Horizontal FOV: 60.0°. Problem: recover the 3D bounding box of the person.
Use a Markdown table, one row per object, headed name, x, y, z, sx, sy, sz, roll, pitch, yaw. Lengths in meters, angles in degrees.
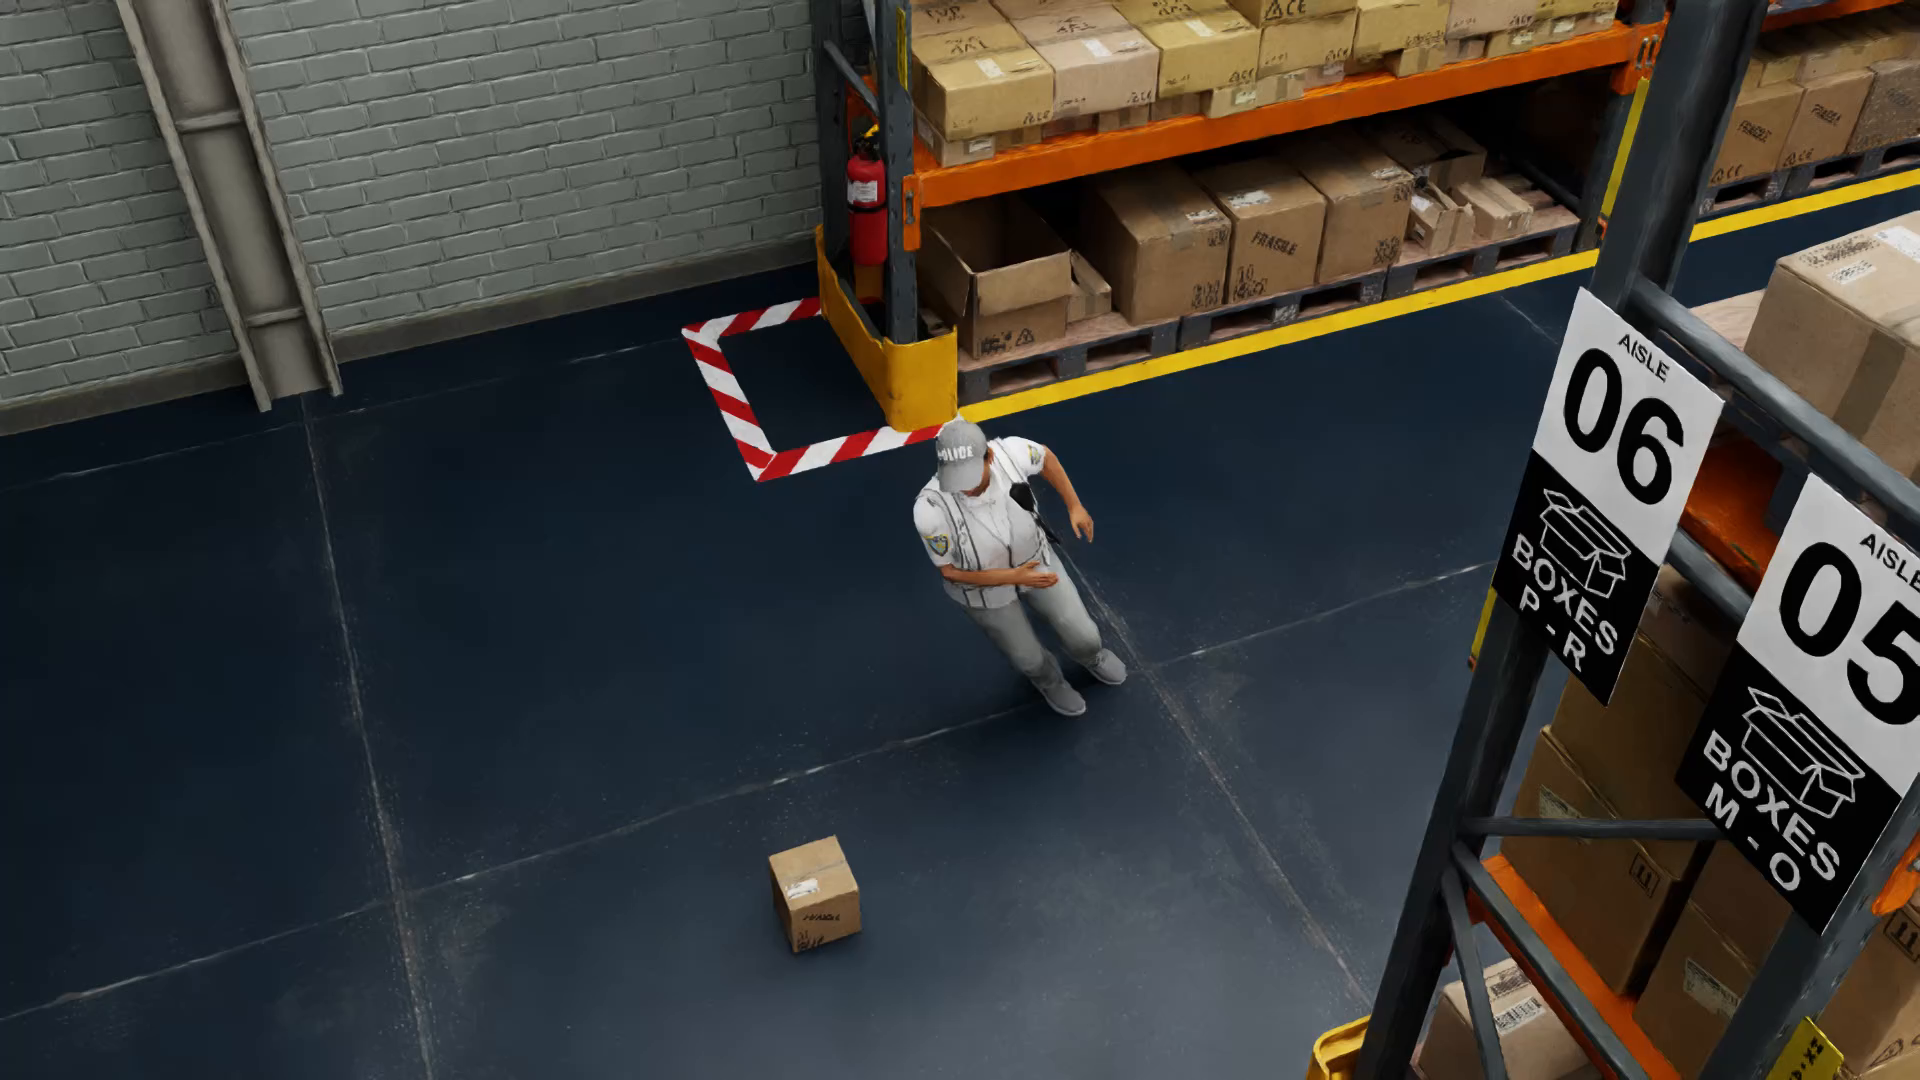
| name | x | y | z | sx | sy | sz | roll | pitch | yaw |
| --- | --- | --- | --- | --- | --- | --- | --- | --- | --- |
| person | 0.273 | 0.117 | 6.111 | 0.890 | 1.541 | 0.562 | -21 | 46 | -22 |
